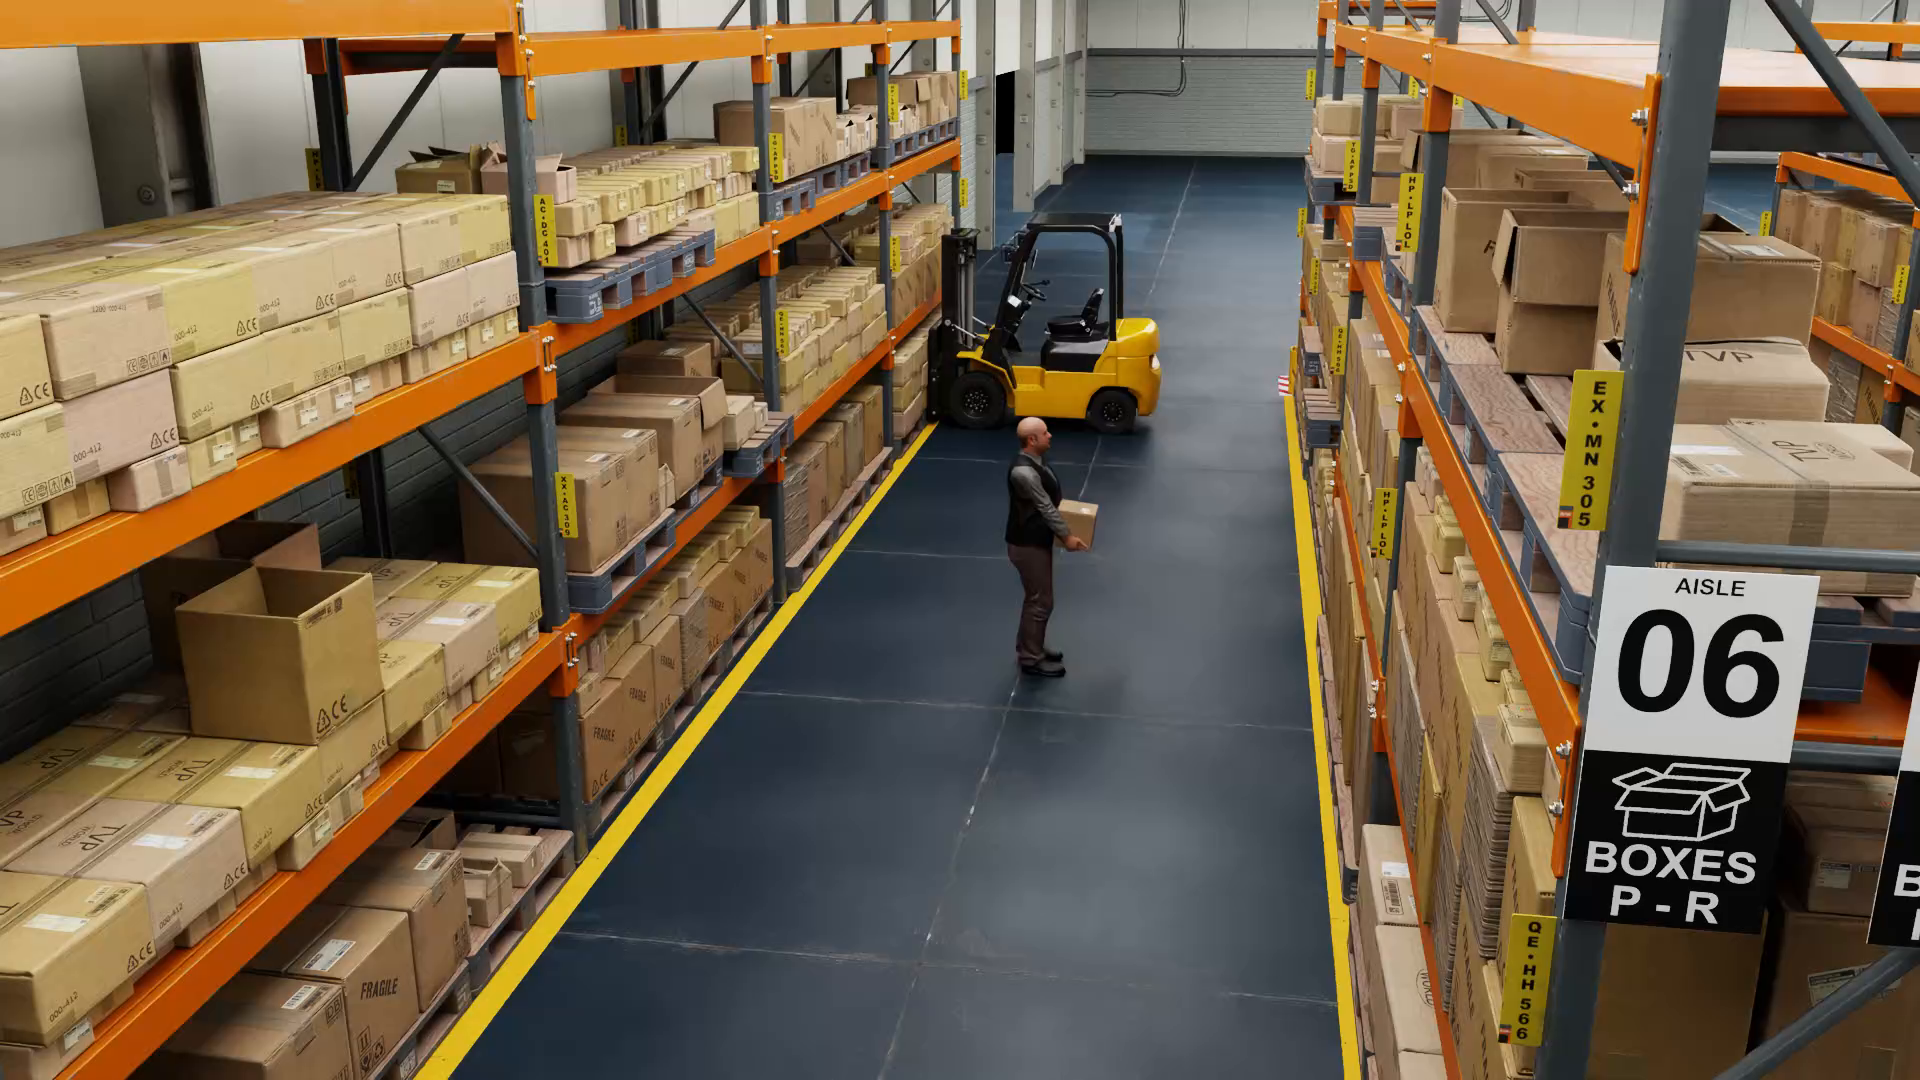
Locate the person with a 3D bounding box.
[{"bbox_3d":[0.587,0.033,11.000,0.527,1.719,0.495,3,18,9],"label":"person"}]
